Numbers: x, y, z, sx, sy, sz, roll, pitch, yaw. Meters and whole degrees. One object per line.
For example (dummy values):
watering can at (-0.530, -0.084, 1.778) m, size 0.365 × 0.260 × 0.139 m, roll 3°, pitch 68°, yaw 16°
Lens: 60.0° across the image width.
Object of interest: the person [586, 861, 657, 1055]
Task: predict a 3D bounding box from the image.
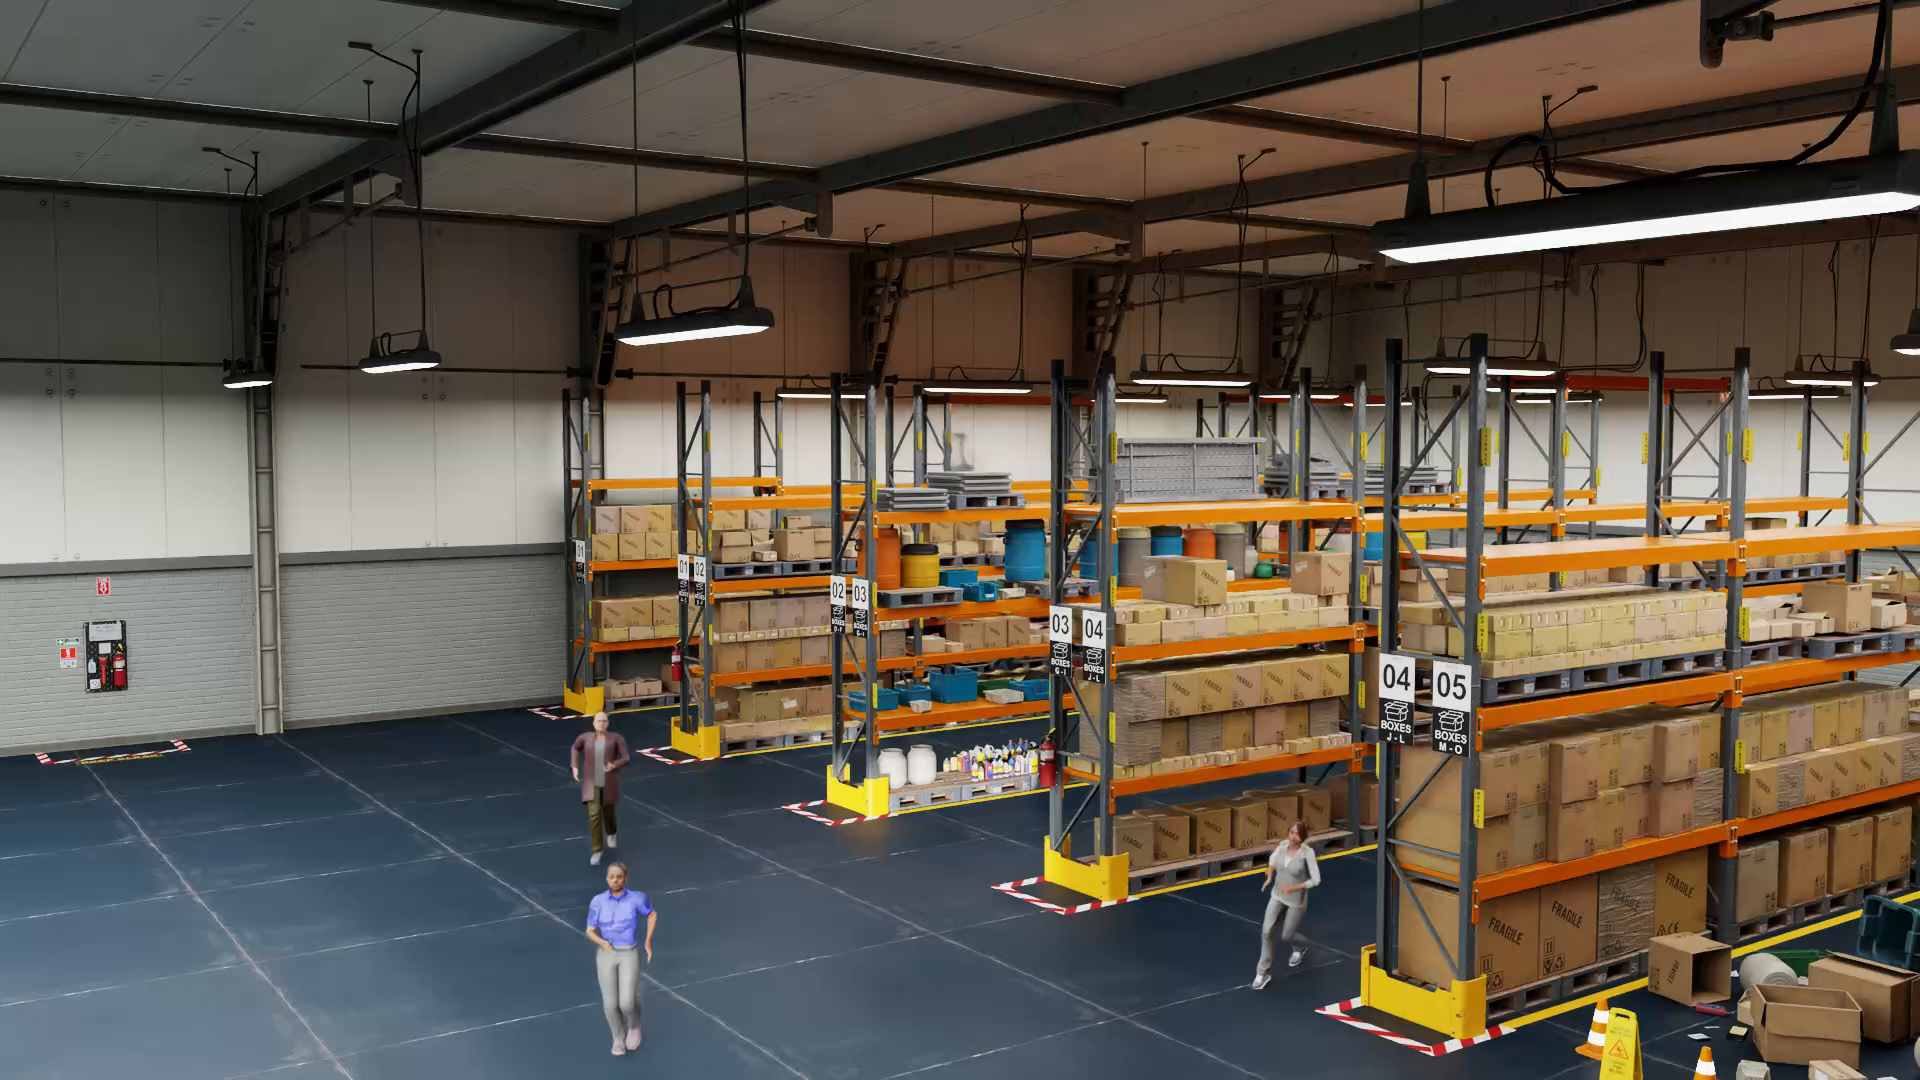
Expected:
person at (-2.800, 3.473, 13.696) m, size 0.556 × 1.607 × 0.603 m, roll 0°, pitch 4°, yaw -3°

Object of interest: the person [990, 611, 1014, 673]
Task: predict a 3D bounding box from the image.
person at (0.872, 2.211, 32.599) m, size 0.755 × 1.829 × 0.660 m, roll -2°, pitch 4°, yaw -34°

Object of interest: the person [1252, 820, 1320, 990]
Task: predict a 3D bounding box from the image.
person at (3.123, 3.392, 15.600) m, size 0.582 × 1.586 × 0.793 m, roll 3°, pitch 5°, yaw 39°

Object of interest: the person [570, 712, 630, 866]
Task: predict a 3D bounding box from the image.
person at (-4.377, 2.972, 20.228) m, size 0.727 × 1.764 × 1.030 m, roll -1°, pitch 4°, yaw -9°
